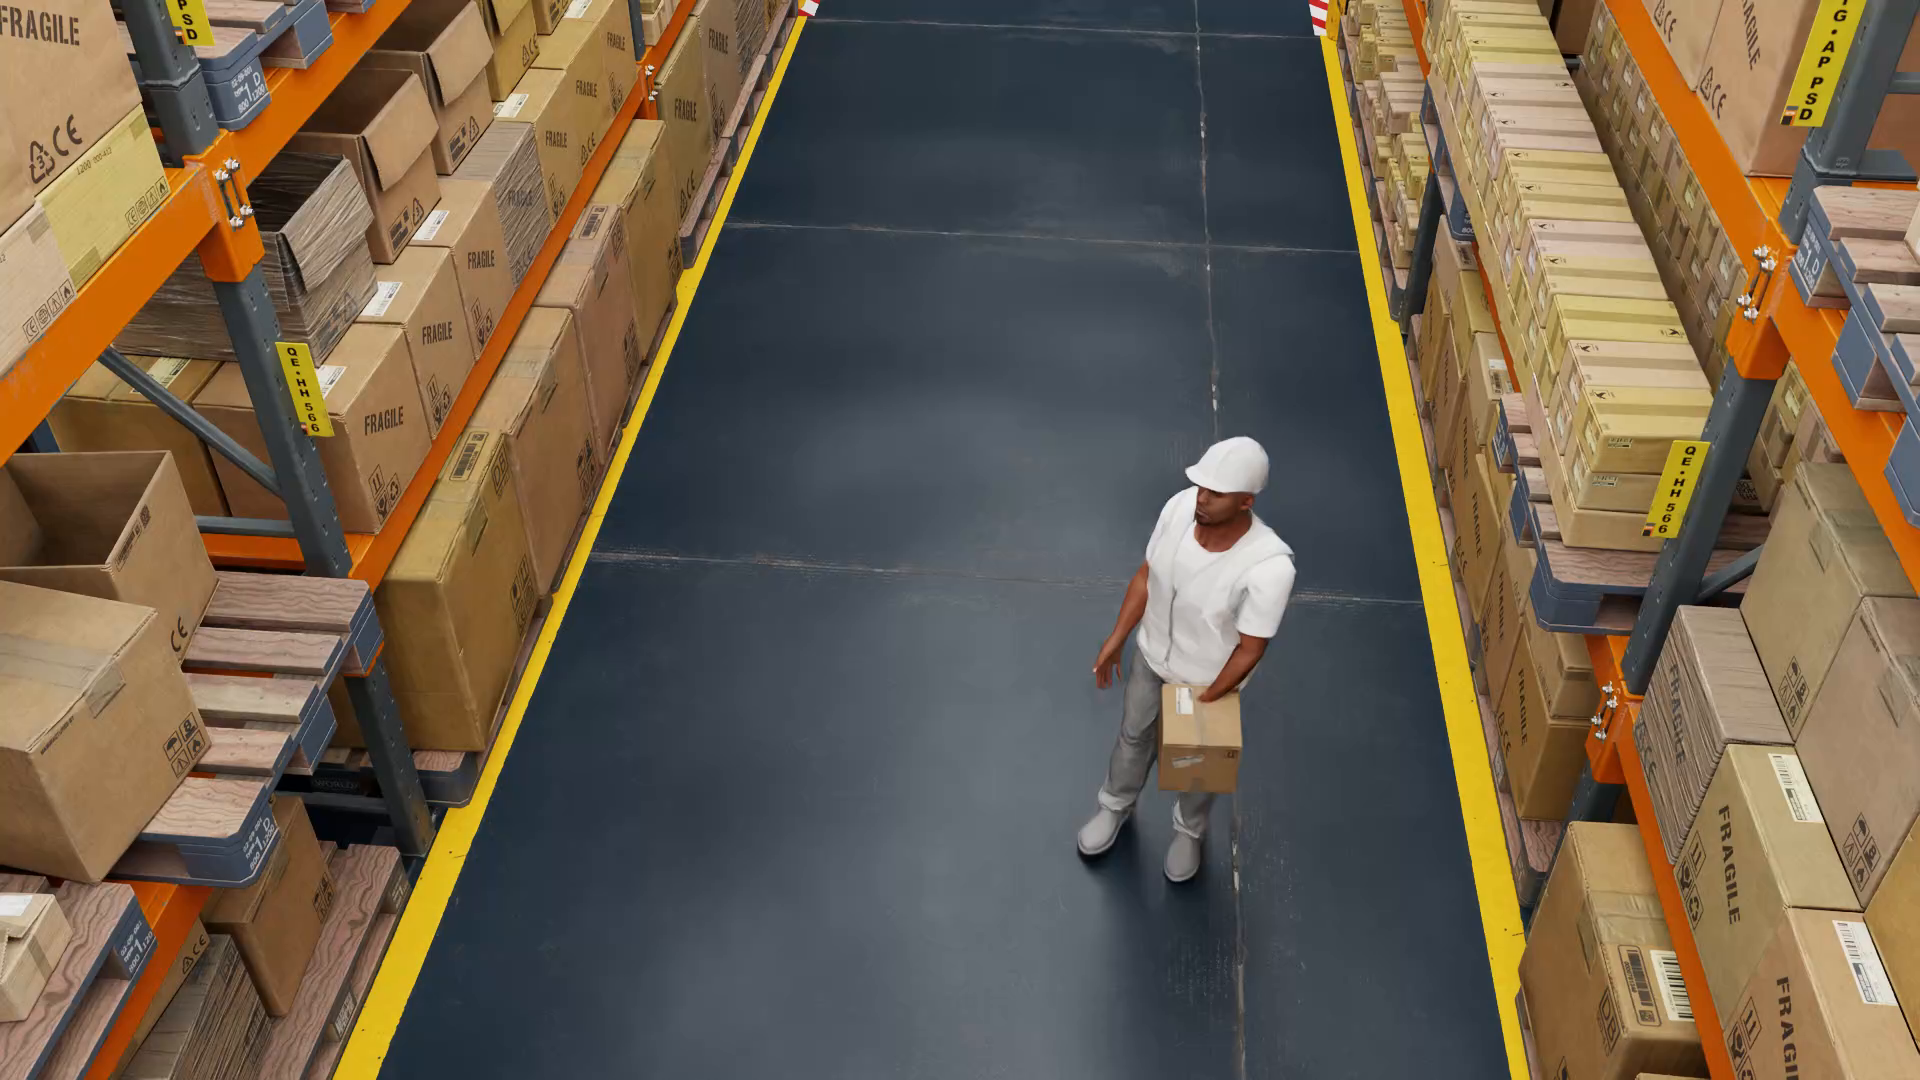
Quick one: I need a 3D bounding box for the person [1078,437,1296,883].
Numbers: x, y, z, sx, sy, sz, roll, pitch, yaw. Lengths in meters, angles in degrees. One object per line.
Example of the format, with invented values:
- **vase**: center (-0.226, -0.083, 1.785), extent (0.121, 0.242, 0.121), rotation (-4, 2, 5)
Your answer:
- **person**: center (0.754, 0.446, 5.592), extent (0.551, 1.771, 0.553), rotation (-30, 48, -31)
